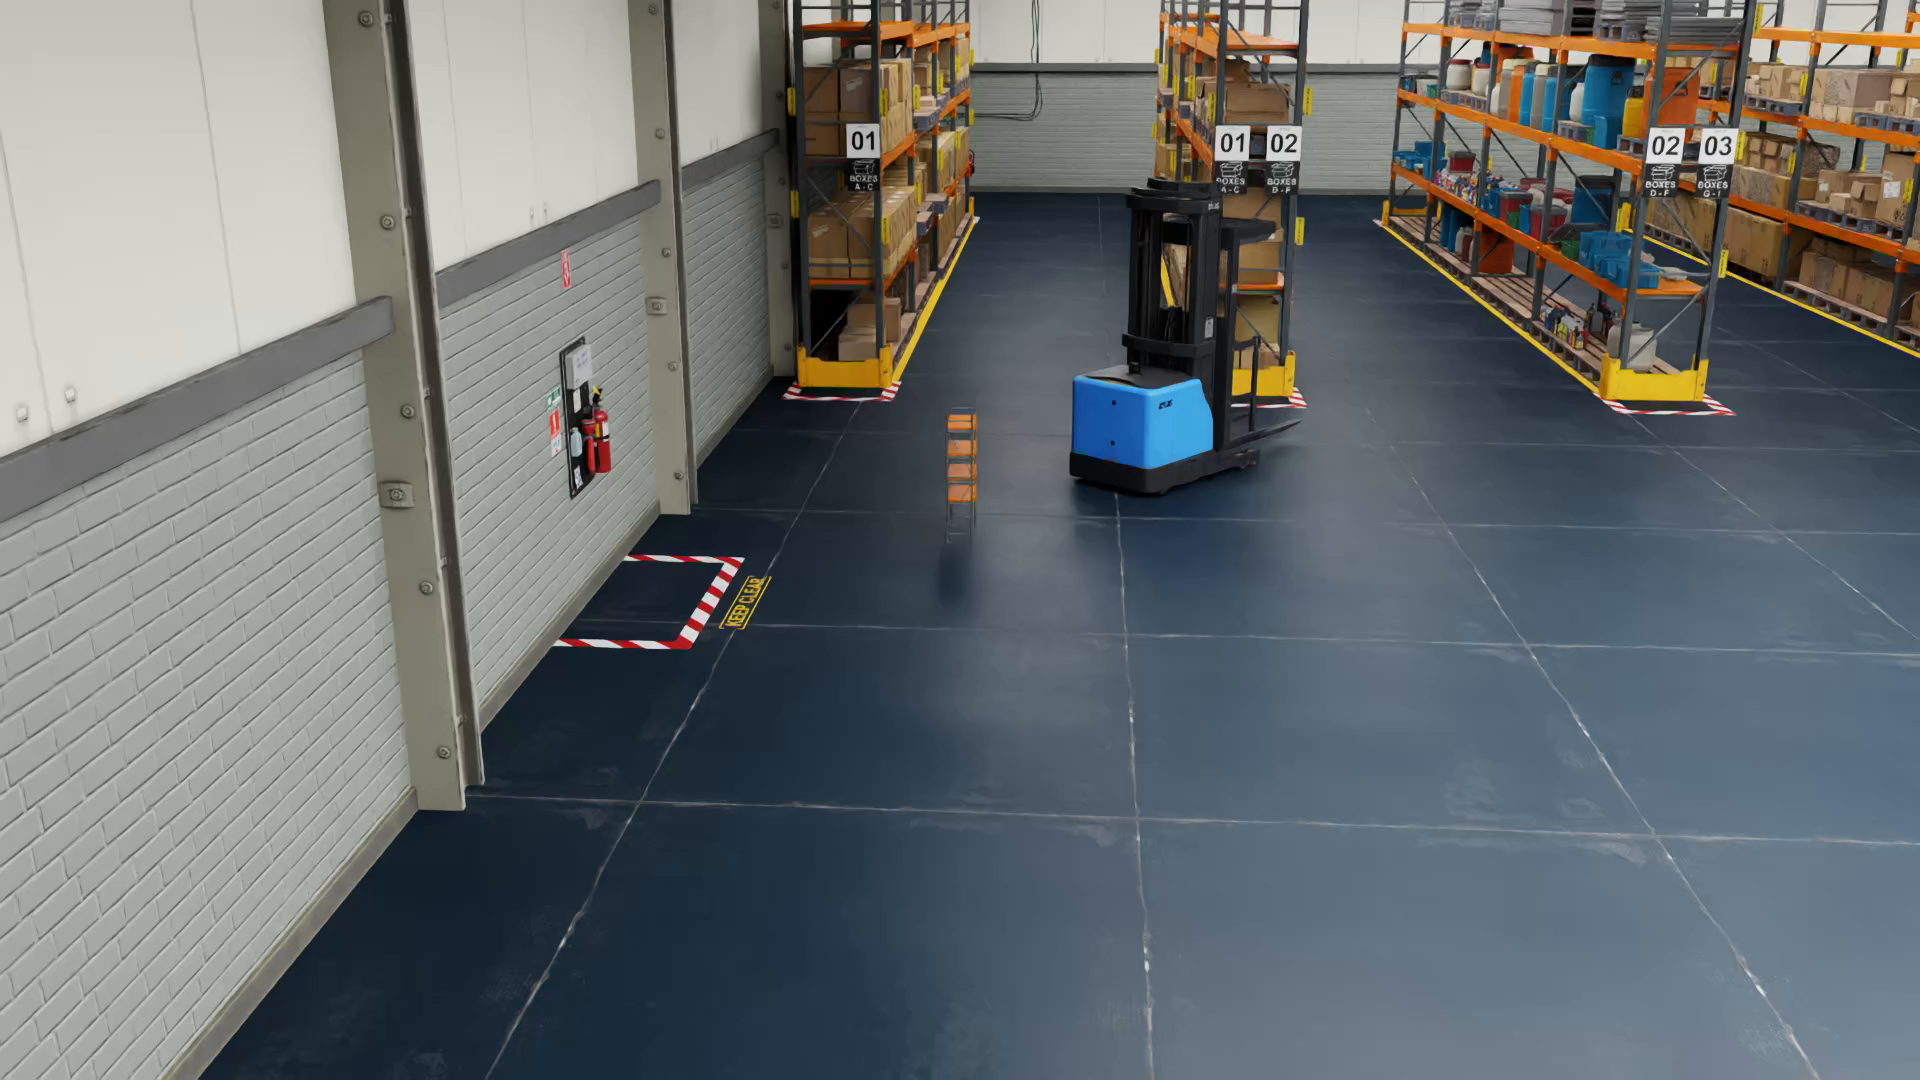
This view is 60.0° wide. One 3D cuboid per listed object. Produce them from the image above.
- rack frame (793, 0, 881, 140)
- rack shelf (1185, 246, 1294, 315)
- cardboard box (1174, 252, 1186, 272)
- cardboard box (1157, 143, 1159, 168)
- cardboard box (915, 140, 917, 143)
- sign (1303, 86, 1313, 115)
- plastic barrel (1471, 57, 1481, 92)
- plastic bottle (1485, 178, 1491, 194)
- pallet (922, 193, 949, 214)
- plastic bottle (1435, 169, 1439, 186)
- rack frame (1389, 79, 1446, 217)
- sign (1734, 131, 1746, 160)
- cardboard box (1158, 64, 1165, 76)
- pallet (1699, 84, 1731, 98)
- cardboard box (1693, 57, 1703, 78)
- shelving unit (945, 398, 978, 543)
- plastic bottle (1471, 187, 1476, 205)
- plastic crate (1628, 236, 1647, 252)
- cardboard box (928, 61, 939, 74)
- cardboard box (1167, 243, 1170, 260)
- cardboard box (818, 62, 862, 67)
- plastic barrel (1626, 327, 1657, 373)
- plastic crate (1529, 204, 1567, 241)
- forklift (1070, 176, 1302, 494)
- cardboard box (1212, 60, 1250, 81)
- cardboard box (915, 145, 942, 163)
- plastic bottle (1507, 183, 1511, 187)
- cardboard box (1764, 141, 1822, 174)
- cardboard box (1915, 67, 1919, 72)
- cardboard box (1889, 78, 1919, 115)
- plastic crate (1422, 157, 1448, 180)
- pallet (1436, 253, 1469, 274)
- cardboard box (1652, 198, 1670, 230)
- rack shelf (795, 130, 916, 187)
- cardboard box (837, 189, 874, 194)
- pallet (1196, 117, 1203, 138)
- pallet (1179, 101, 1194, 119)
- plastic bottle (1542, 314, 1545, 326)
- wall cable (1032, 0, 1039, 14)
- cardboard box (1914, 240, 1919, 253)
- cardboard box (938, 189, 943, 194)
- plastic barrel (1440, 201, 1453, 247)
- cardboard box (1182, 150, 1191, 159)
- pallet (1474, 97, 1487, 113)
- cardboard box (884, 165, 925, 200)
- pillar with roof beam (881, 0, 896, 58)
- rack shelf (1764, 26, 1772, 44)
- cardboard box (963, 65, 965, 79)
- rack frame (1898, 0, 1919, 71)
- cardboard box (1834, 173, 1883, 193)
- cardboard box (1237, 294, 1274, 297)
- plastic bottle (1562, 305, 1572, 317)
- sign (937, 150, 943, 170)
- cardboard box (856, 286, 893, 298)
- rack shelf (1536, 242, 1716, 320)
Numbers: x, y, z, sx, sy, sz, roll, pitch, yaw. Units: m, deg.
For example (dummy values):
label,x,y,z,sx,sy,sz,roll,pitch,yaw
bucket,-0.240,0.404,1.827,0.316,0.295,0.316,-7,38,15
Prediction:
label,x,y,z,sx,sy,sz,roll,pitch,yaw
rack frame,-1.448,-6.208,19.418,1.000,3.000,0.127,1,18,4
rack shelf,3.637,-3.527,22.025,1.077,0.370,4.000,1,18,4
cardboard box,3.668,-4.414,26.418,0.500,0.311,0.500,1,18,2
cardboard box,4.275,-7.817,33.800,0.500,0.500,0.500,1,18,4
cardboard box,-1.020,-6.863,29.177,0.500,0.250,0.500,1,18,3
sign,4.047,-5.112,19.359,0.100,0.325,0.005,1,18,4
plastic barrel,9.431,-8.290,29.610,0.600,0.588,0.600,0,18,0
plastic bottle,9.374,-6.285,29.495,0.097,0.271,0.097,0,18,0
pallet,-0.819,-5.527,27.282,1.213,0.211,1.003,1,18,4
plastic bottle,8.842,-6.703,30.751,0.061,0.283,0.133,1,18,4
rack frame,9.581,-8.105,34.842,1.000,3.000,0.127,1,18,4
sign,8.982,-4.552,19.167,0.100,0.325,0.005,1,18,4
cardboard box,4.344,-9.655,34.192,0.500,0.250,0.500,1,18,4
pallet,14.303,-8.390,31.035,1.003,0.211,1.213,1,18,4
cardboard box,14.273,-8.884,31.405,0.700,0.500,0.500,2,18,7
shelving unit,0.012,-0.622,14.893,0.258,1.200,0.503,1,18,4
plastic bottle,8.627,-5.772,27.909,0.061,0.283,0.133,1,18,4
plastic crate,8.912,-3.958,22.424,0.499,0.251,0.616,1,18,4
cardboard box,-0.735,-8.321,29.816,0.700,0.500,0.500,1,18,3
cardboard box,3.937,-5.210,29.314,0.500,0.500,0.500,1,18,2
cardboard box,-1.548,-5.933,21.597,0.500,0.500,0.500,1,18,4
plastic barrel,8.405,-2.360,20.628,0.421,0.512,0.421,0,18,0
plastic crate,8.450,-4.566,23.938,0.402,0.464,0.583,1,18,4
forklift,2.473,-2.220,16.992,1.130,2.935,3.031,16,24,40
cardboard box,3.864,-6.591,23.765,0.500,0.500,0.500,2,18,5
cardboard box,-0.582,-6.541,28.193,0.500,0.250,0.500,2,18,5
plastic bottle,9.463,-6.009,28.652,0.097,0.271,0.097,0,18,0
cardboard box,14.066,-6.463,28.060,0.797,0.503,0.637,2,18,5
cardboard box,19.134,-9.152,32.656,0.500,0.250,0.500,1,18,3
cardboard box,13.860,-6.378,23.914,0.797,0.503,0.637,2,18,6
plastic crate,8.987,-7.037,31.510,0.392,0.384,0.575,1,18,4
pallet,9.112,-4.919,29.597,1.003,0.211,1.213,1,18,4
cardboard box,14.490,-6.702,33.296,0.875,0.875,0.875,1,18,4
rack shelf,-1.304,-5.062,21.892,1.077,0.370,4.000,1,18,4
cardboard box,-1.444,-4.592,23.125,0.500,0.500,0.500,1,18,4
pallet,3.745,-5.608,22.546,1.003,0.211,1.213,1,18,4
pallet,4.107,-6.855,26.514,1.213,0.211,1.003,2,18,6
plastic bottle,8.246,-3.105,23.370,0.097,0.201,0.097,0,18,0
wall cable,3.160,-13.790,39.432,3.097,2.526,0.112,1,18,4
cardboard box,13.314,-4.011,22.750,0.380,0.149,0.250,1,18,4
cardboard box,-0.489,-5.988,28.751,0.380,0.149,0.250,2,18,6
plastic barrel,9.238,-5.897,30.798,0.600,0.901,0.708,1,18,4
cardboard box,4.289,-6.672,29.632,0.700,0.500,0.500,-3,18,-10
pallet,9.160,-7.192,27.540,1.003,0.211,1.213,1,18,4
cardboard box,-0.911,-5.778,26.873,0.700,0.500,0.500,0,18,-1
pillar with roof beam,2.894,-10.076,31.221,9.100,9.000,0.400,1,18,4
rack shelf,14.378,-9.693,31.849,1.077,0.370,4.000,1,18,4
cardboard box,-0.157,-9.371,33.293,0.500,0.250,0.500,1,18,2
rack frame,19.461,-10.704,33.137,1.000,3.000,0.127,1,18,4
cardboard box,14.008,-5.413,25.791,0.700,0.500,0.500,4,19,12
cardboard box,3.811,-2.970,21.706,0.500,0.500,0.500,1,18,4
plastic bottle,8.393,-3.084,23.065,0.144,0.351,0.185,1,18,4
sign,-0.332,-6.345,27.738,0.100,0.325,0.005,1,18,4
cardboard box,-1.195,-3.298,23.477,0.500,0.500,0.500,0,18,0
rack shelf,8.577,-3.415,21.684,1.077,0.370,4.000,1,18,4
